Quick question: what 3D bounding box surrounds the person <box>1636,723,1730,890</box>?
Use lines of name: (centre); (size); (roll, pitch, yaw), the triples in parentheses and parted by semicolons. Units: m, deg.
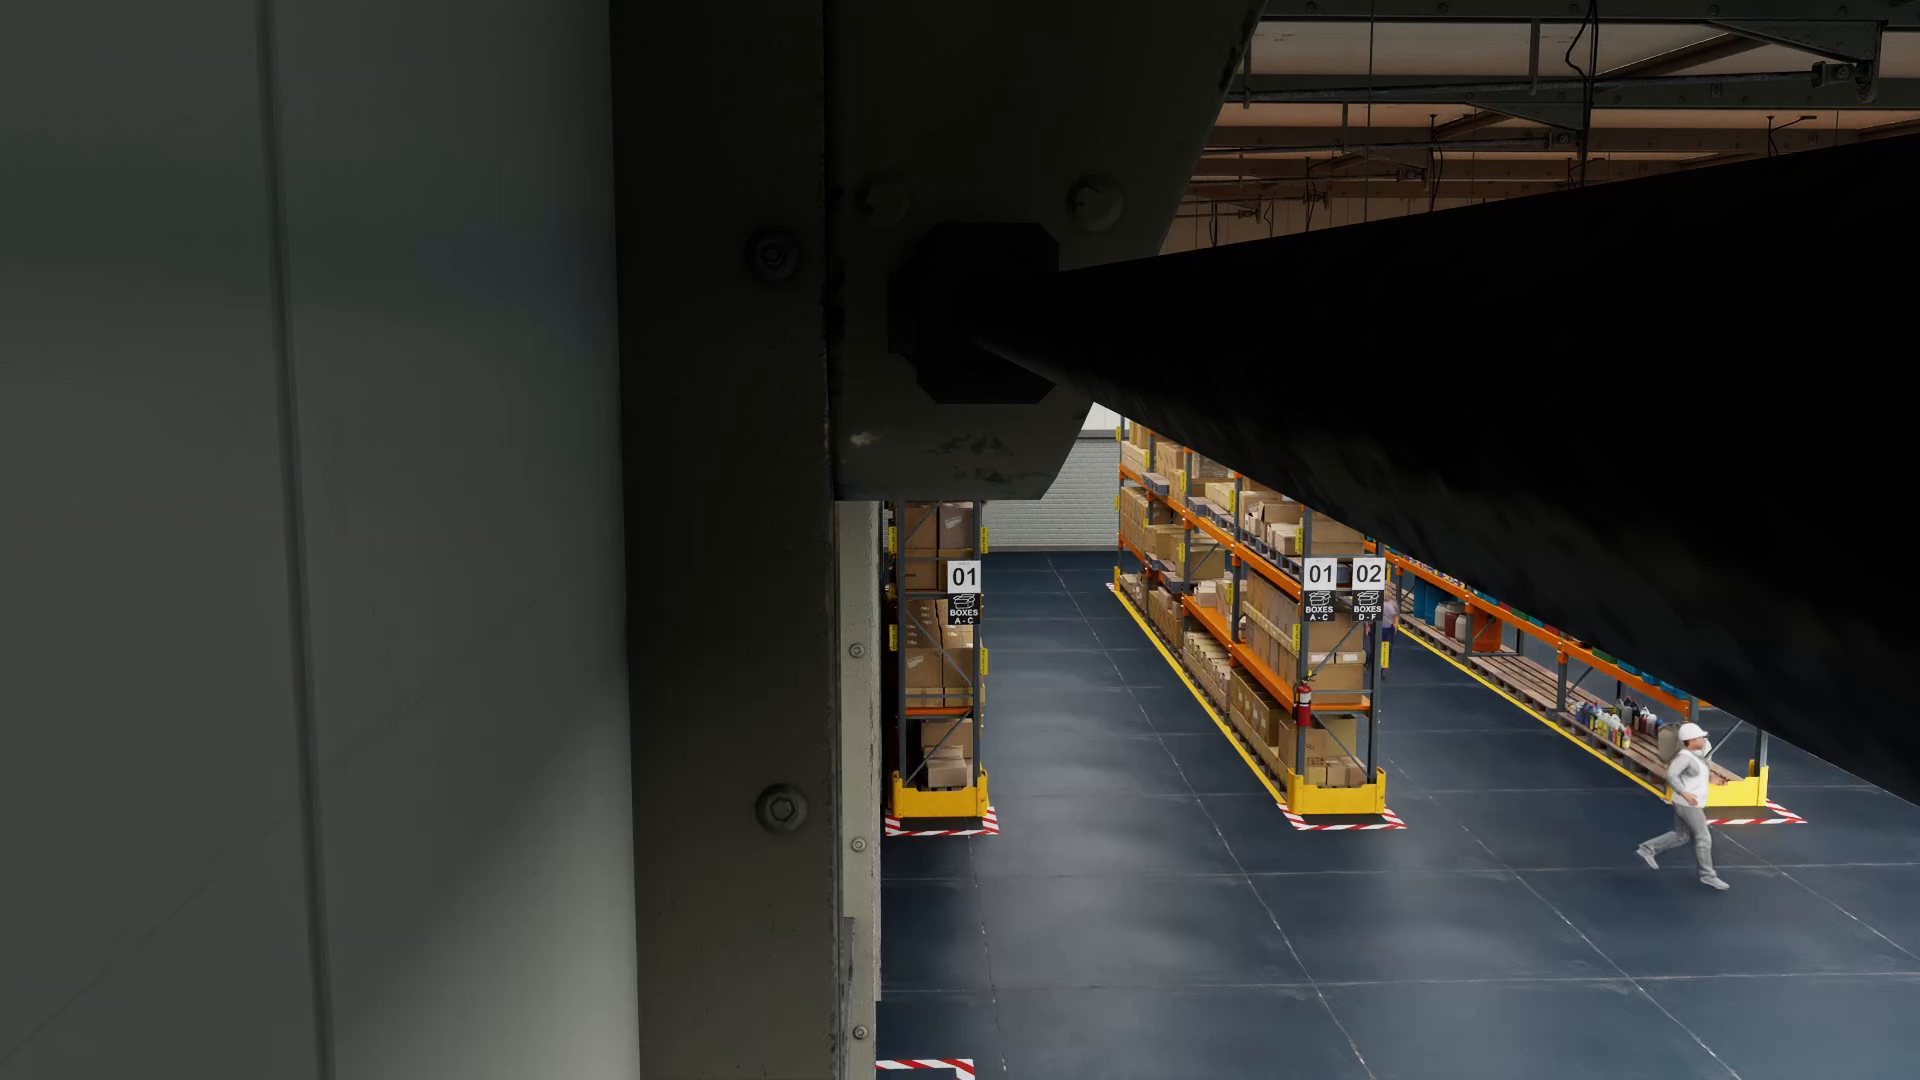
person: (7.898, 2.863, 18.073); (0.955, 1.782, 0.662); (3, 9, 21)

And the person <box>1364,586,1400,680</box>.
person: (7.060, 1.559, 27.741); (0.592, 1.598, 0.580); (-1, 8, -10)
